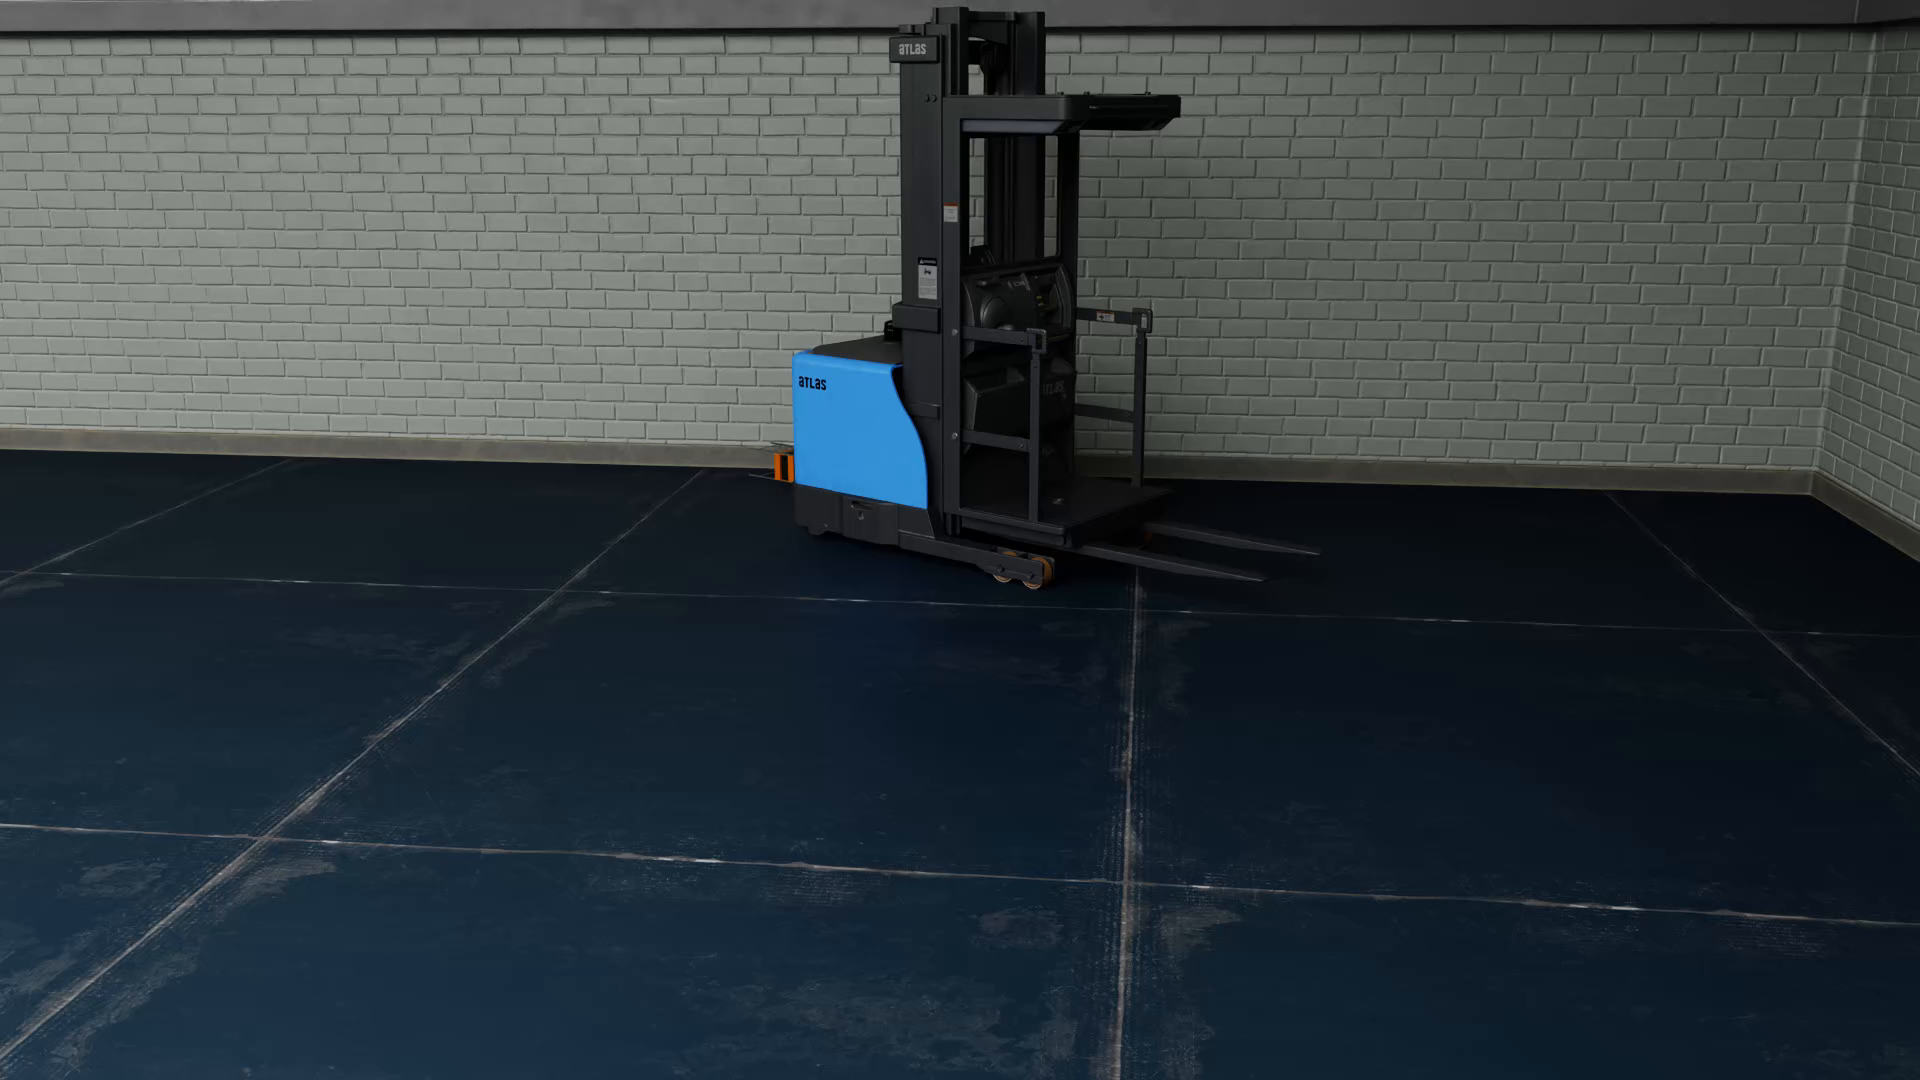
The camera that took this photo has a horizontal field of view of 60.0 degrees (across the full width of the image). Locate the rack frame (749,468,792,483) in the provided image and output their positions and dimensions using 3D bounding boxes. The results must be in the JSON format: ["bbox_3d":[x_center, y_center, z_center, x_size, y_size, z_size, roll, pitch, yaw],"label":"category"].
[{"bbox_3d":[-0.876,-0.376,11.032,1.200,0.006,0.240,11,18,34],"label":"rack frame"}]

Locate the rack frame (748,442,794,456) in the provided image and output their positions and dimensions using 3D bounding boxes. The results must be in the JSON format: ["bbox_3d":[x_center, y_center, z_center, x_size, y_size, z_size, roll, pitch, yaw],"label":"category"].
[{"bbox_3d":[-0.876,-0.553,10.984,1.200,0.006,0.240,11,18,34],"label":"rack frame"}]

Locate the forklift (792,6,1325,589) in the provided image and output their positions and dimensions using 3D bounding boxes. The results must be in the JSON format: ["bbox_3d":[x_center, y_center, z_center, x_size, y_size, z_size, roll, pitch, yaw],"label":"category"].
[{"bbox_3d":[0.489,-1.314,8.907,3.031,2.935,1.130,12,19,37],"label":"forklift"}]

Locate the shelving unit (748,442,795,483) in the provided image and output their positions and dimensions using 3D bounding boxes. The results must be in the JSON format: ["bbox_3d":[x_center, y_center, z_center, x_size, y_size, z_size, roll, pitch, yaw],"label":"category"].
[{"bbox_3d":[-0.876,-0.464,11.008,1.200,0.189,0.258,11,18,34],"label":"shelving unit"}]

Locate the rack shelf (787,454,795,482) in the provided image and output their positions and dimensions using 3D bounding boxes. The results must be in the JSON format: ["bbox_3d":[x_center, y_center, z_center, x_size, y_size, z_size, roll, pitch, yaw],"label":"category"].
[{"bbox_3d":[-1.035,-0.494,11.118,0.103,0.180,0.258,11,18,34],"label":"rack shelf"}]

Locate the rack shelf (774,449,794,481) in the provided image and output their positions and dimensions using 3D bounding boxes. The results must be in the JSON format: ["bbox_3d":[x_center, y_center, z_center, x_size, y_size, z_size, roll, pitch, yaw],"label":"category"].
[{"bbox_3d":[-1.133,-0.512,11.185,0.103,0.180,0.258,11,18,34],"label":"rack shelf"}]
